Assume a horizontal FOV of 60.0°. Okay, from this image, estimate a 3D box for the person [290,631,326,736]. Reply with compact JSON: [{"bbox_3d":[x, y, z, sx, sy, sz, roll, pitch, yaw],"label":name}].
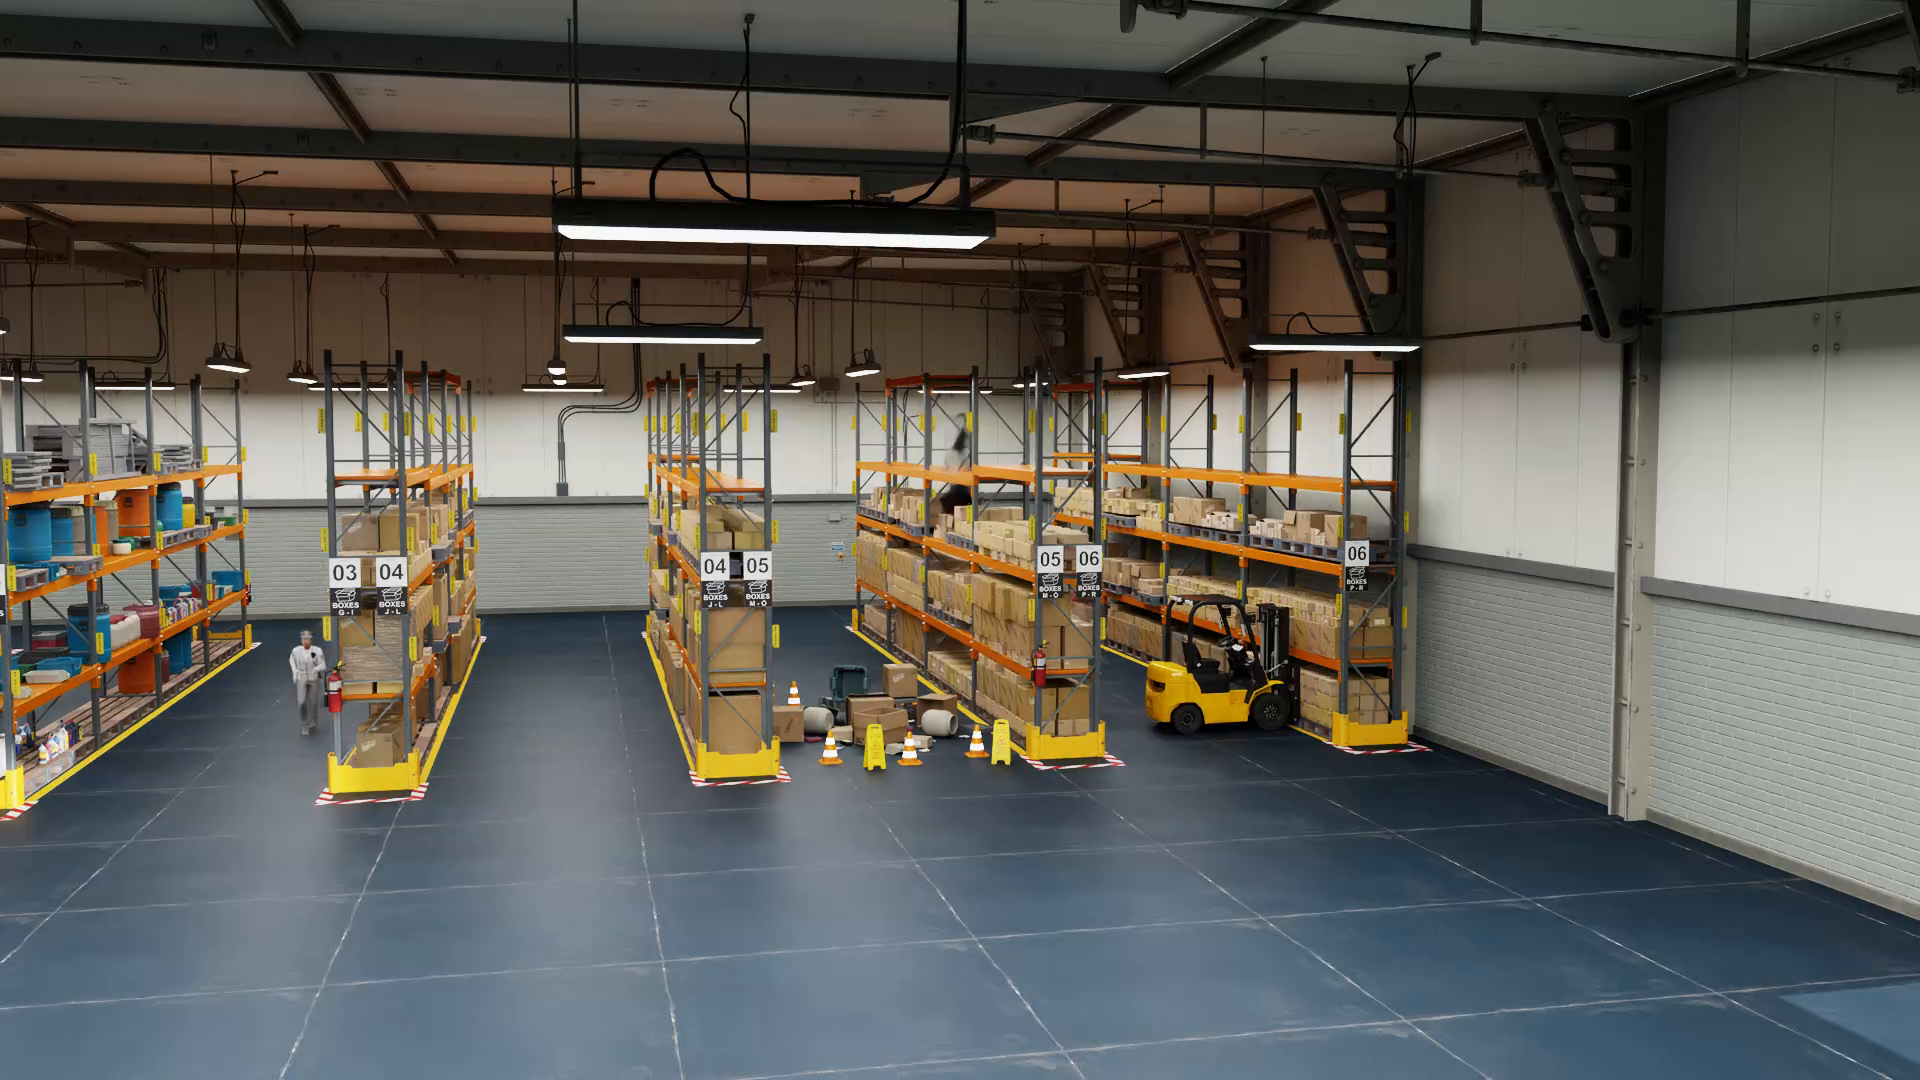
[{"bbox_3d":[-10.568,2.311,26.965,0.546,1.734,0.833,-2,4,-21],"label":"person"}]
